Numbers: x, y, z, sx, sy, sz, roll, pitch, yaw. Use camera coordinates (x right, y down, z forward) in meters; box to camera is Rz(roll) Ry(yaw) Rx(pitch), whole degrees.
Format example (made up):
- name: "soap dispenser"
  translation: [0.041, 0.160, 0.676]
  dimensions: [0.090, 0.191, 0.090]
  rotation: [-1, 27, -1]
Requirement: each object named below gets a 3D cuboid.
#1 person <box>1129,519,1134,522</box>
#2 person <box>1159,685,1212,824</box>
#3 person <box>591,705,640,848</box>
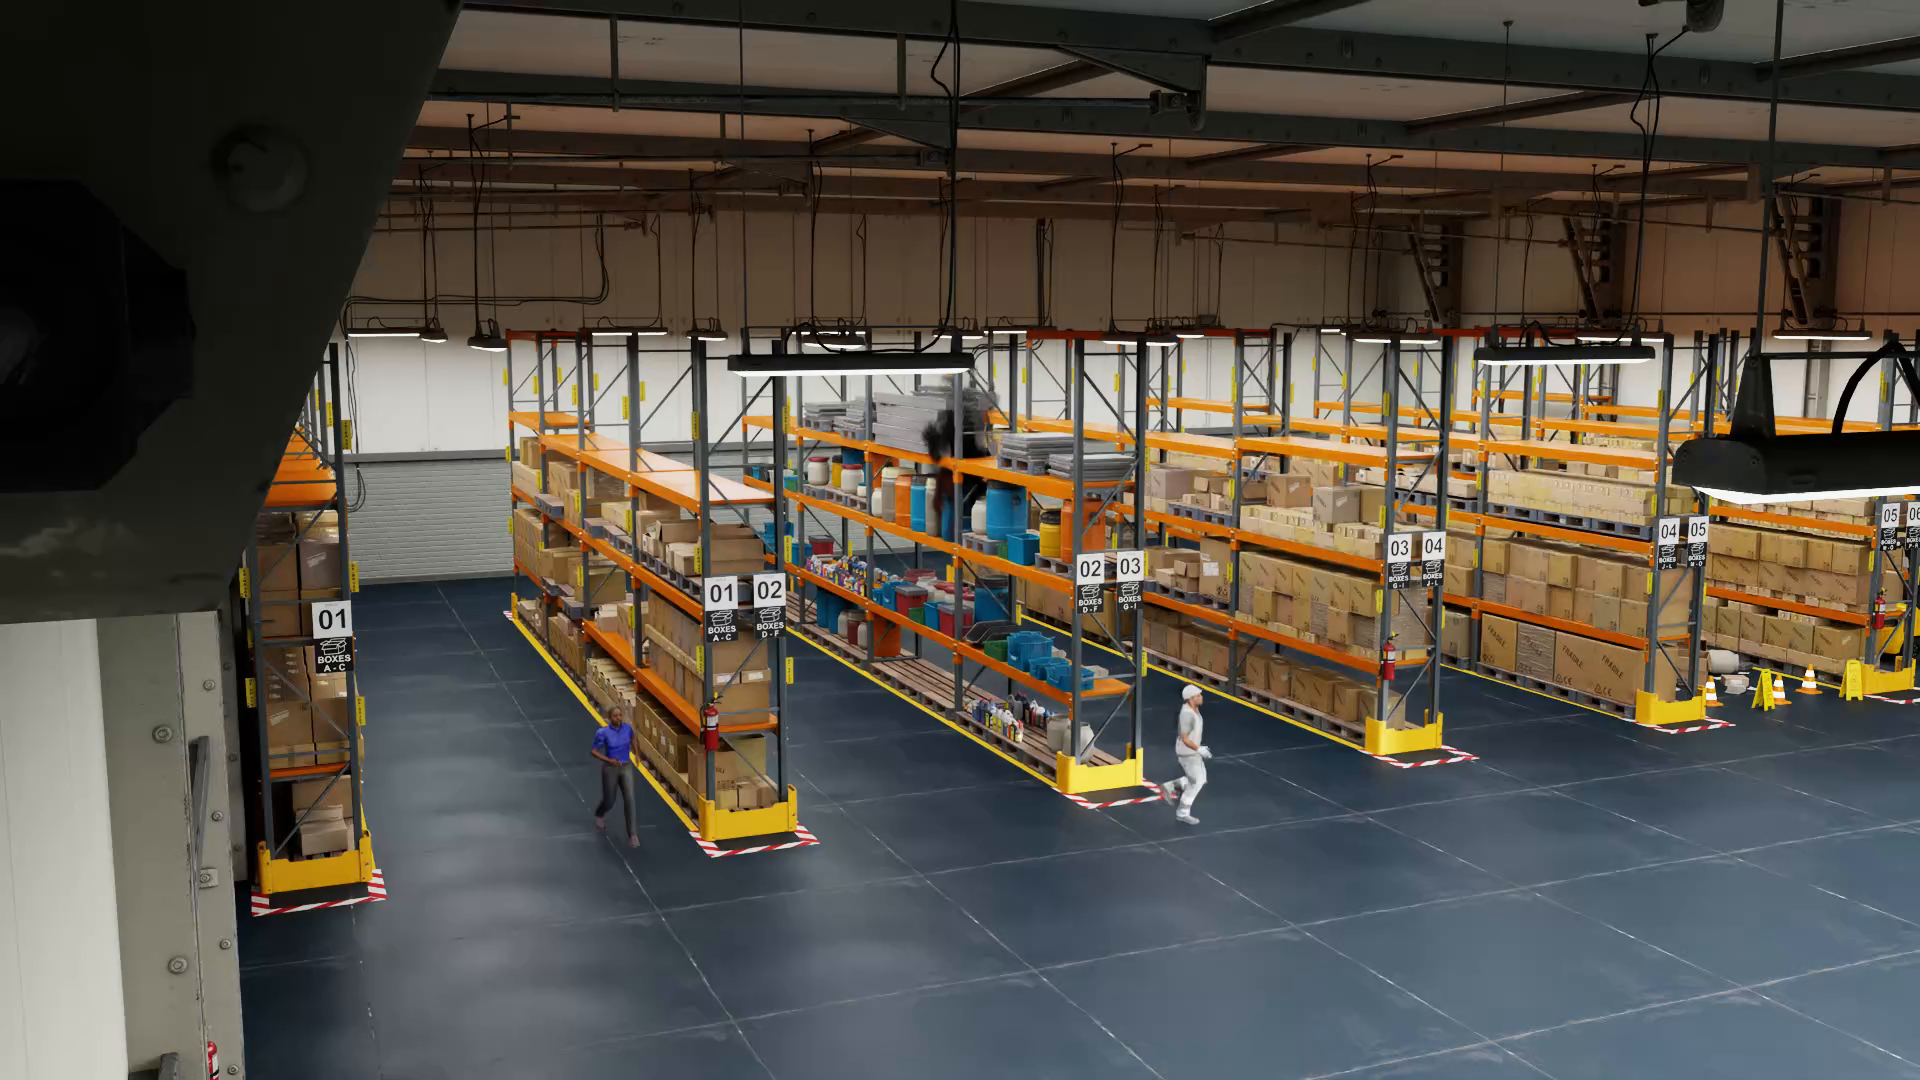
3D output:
- name: "person"
  translation: [3.923, 0.337, 38.318]
  dimensions: [0.609, 1.637, 0.802]
  rotation: [-3, 8, -23]
- name: "person"
  translation: [2.828, 2.660, 20.787]
  dimensions: [0.666, 1.751, 0.685]
  rotation: [2, 8, 12]
- name: "person"
  translation: [-4.143, 2.807, 20.039]
  dimensions: [0.623, 1.692, 0.871]
  rotation: [-5, 9, -32]
